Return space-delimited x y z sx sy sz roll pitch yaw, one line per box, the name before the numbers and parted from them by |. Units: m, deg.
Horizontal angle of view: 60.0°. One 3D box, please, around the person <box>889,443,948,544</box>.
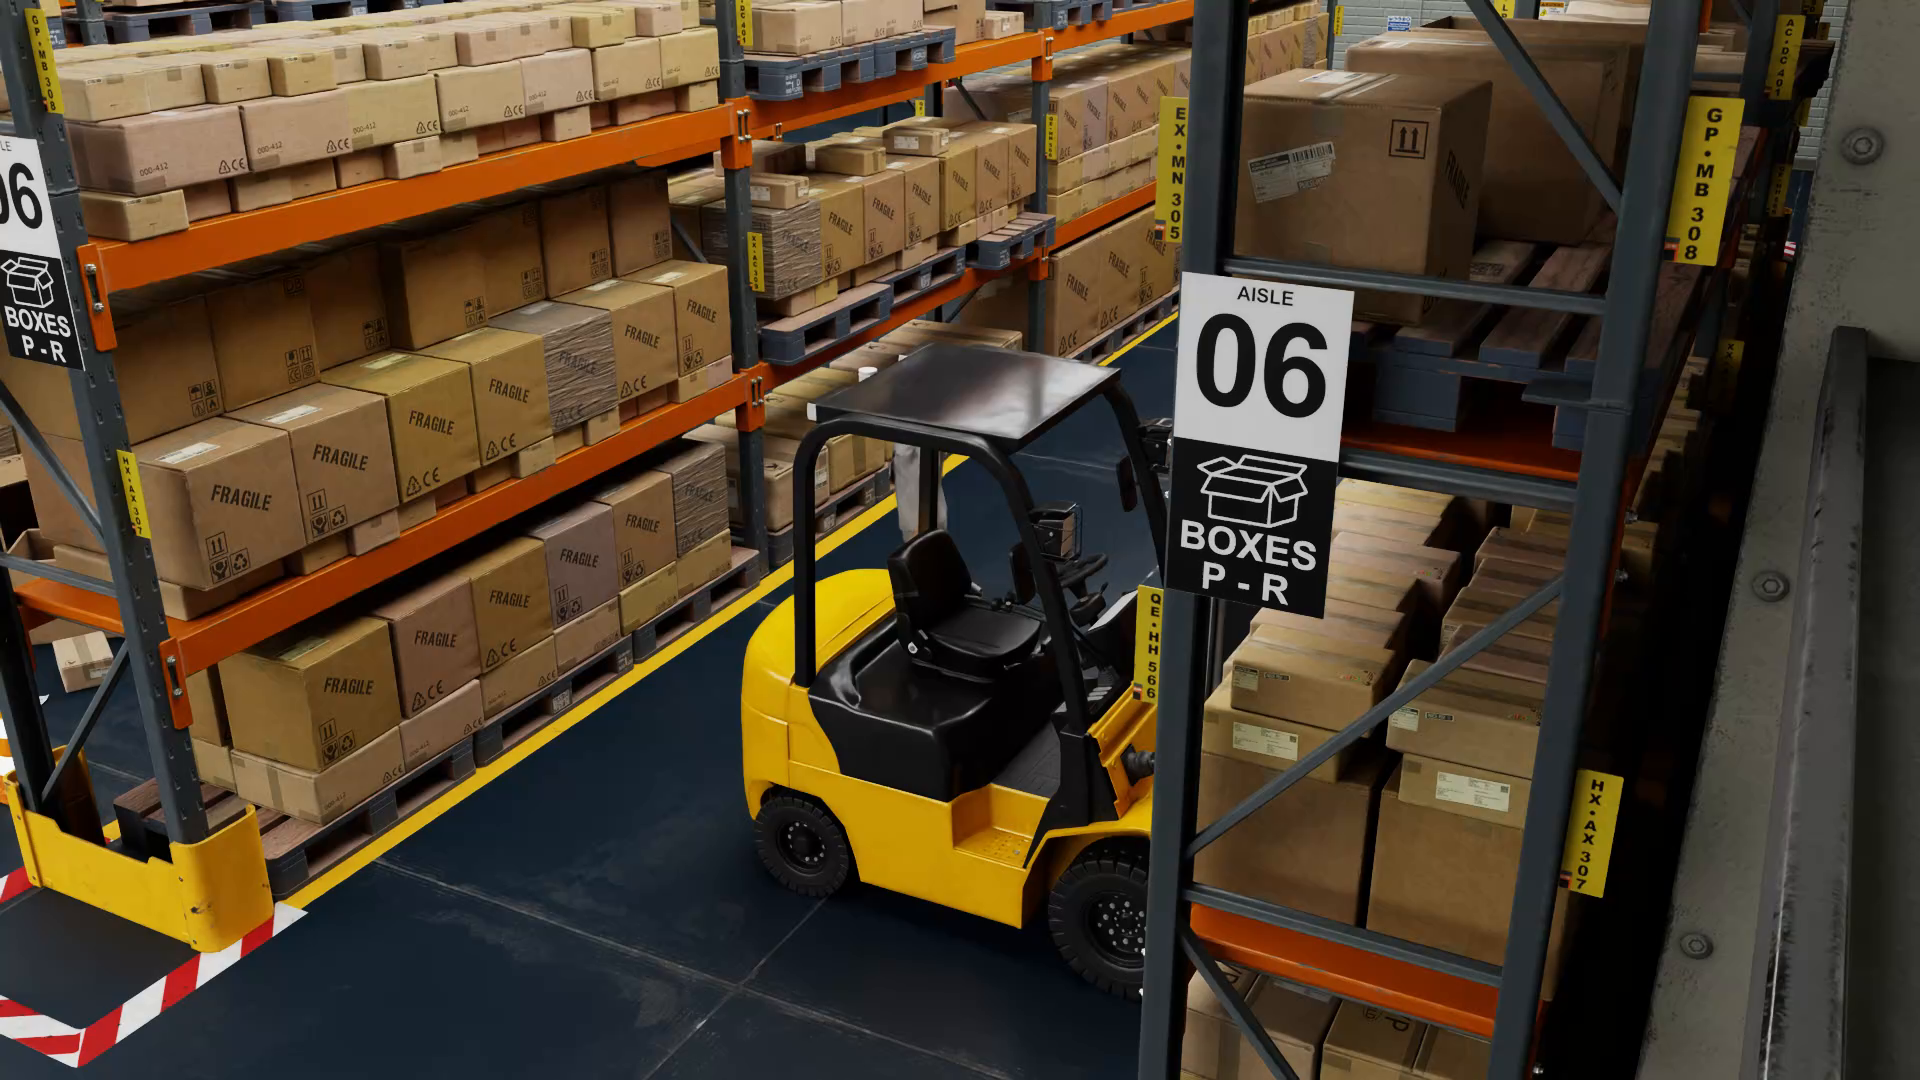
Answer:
person | -0.185 -0.080 8.598 0.355 1.672 0.437 0 23 -1
